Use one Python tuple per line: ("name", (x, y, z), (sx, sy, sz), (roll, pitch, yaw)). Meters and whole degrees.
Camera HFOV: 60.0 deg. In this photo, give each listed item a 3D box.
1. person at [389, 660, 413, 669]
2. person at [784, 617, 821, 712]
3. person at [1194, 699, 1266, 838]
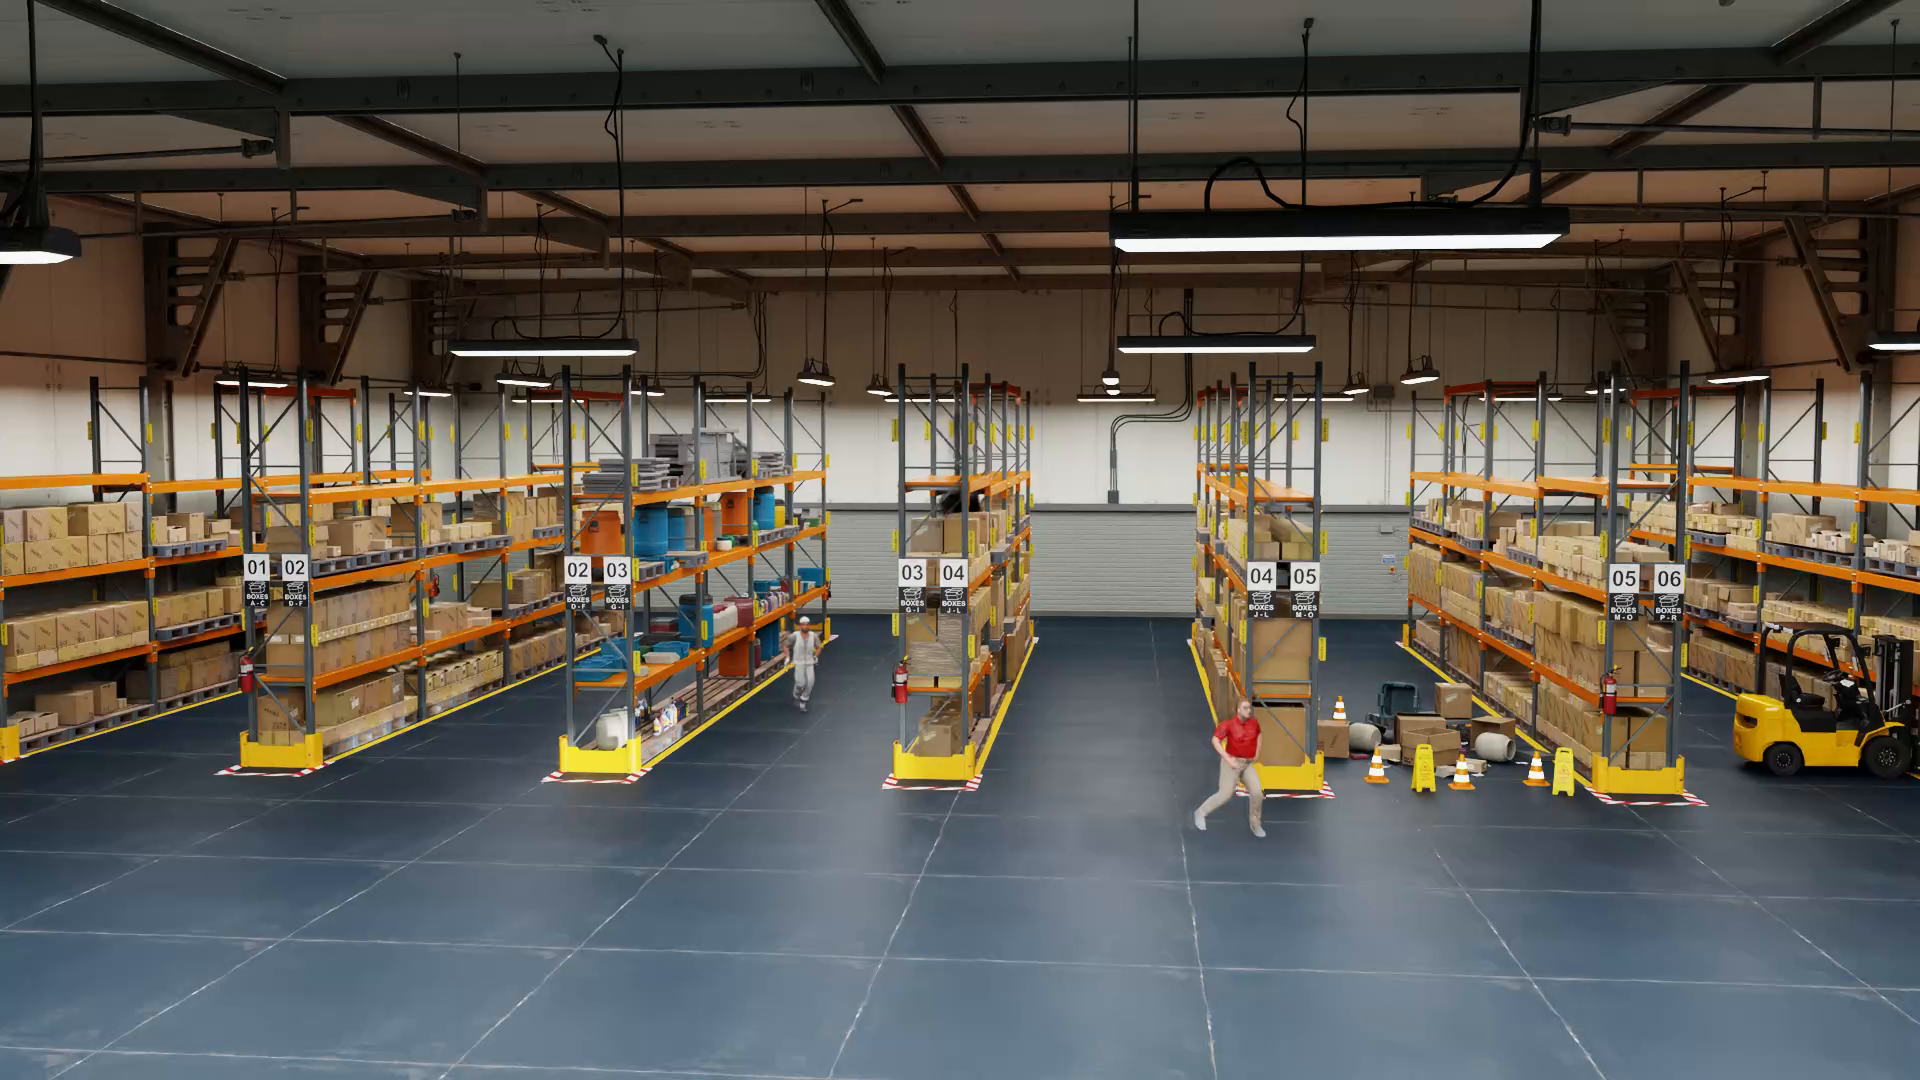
("person", (-11.290, 2.003, 33.370), (0.665, 1.746, 0.578), (1, 4, 10))
("person", (-2.791, 2.230, 29.662), (0.670, 1.732, 0.633), (-1, 4, -19))
("person", (3.435, 2.849, 20.788), (0.898, 1.737, 0.735), (-2, 4, -29))
